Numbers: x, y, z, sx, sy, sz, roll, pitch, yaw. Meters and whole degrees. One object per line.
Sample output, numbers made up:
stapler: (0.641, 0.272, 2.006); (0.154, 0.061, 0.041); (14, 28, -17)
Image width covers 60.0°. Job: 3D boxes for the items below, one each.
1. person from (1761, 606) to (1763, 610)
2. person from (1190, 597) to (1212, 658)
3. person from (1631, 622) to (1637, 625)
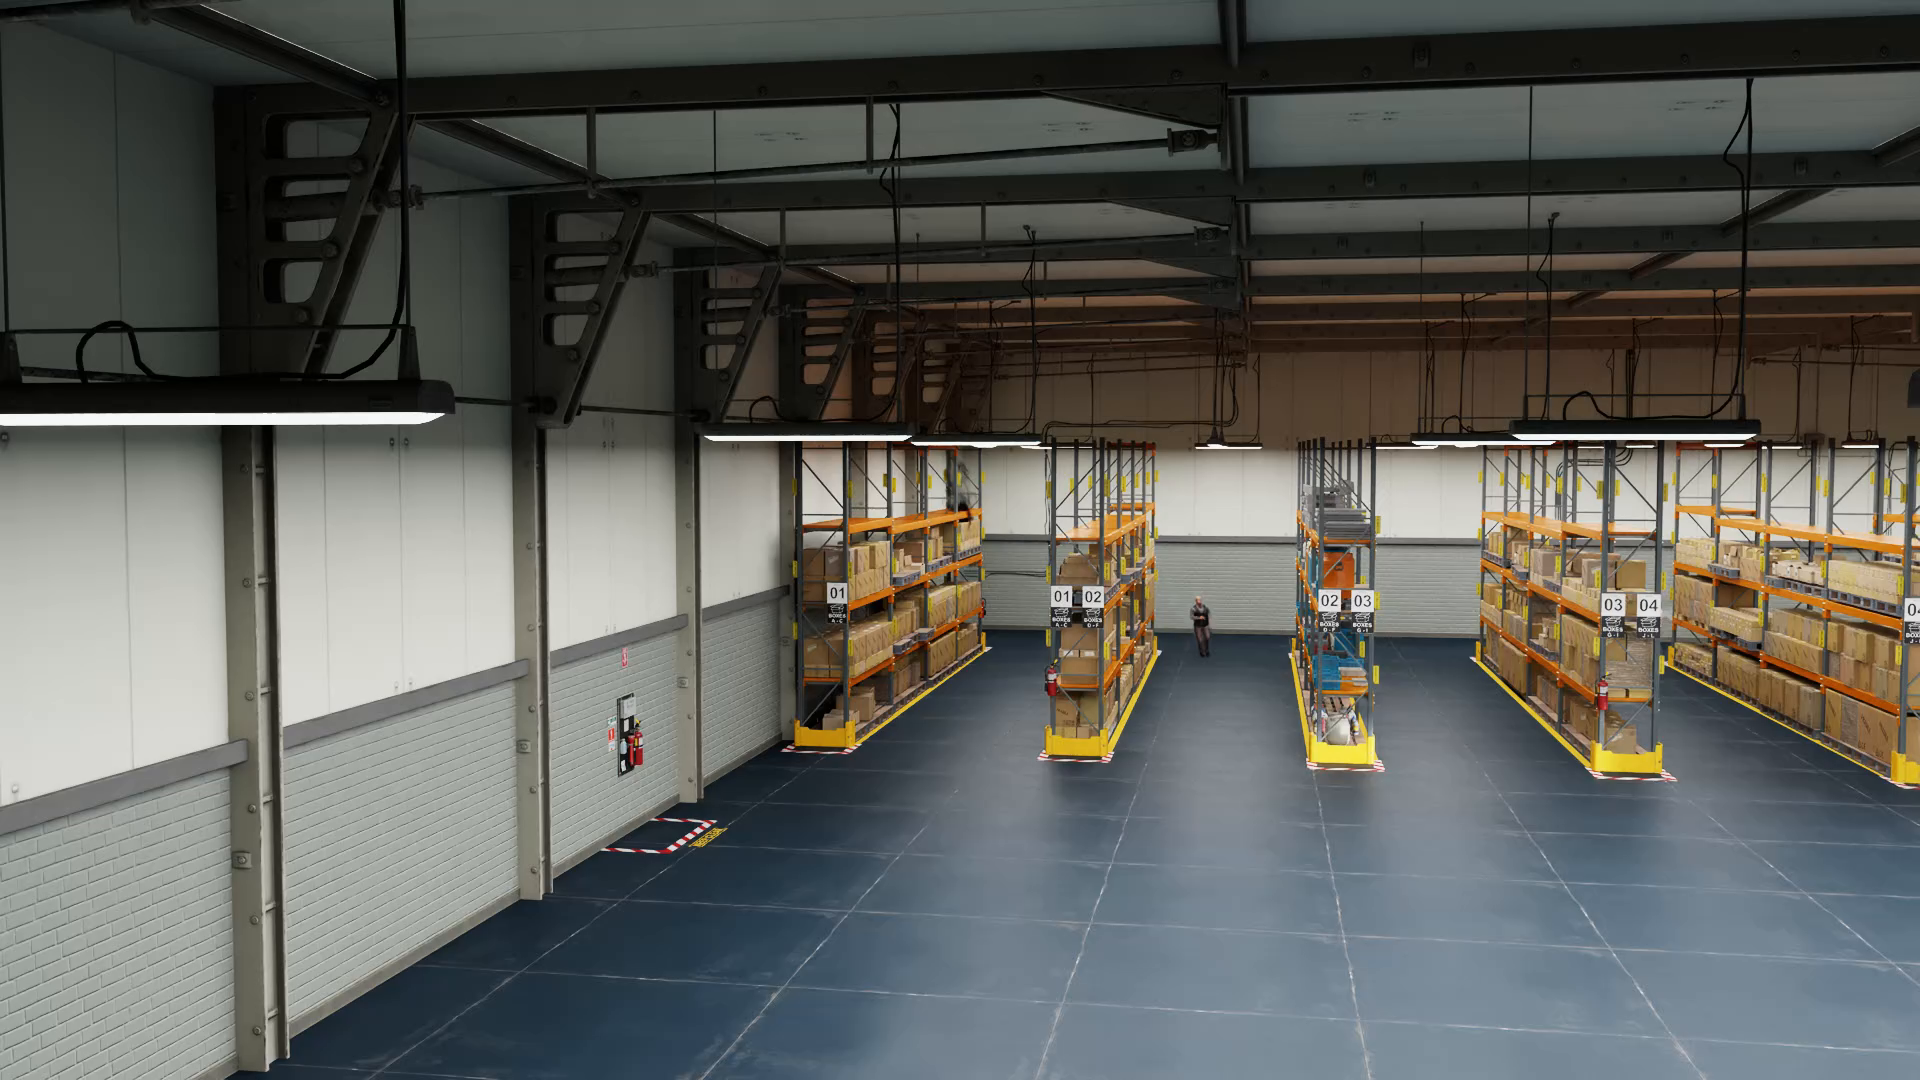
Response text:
person: (20.753, 2.589, 43.081); (0.629, 1.799, 0.862); (0, 3, 4)
person: (6.710, 2.438, 46.347); (0.620, 1.731, 0.626); (0, 3, 5)
person: (17.827, 2.506, 44.722); (0.585, 1.738, 0.719); (-2, 4, -38)
